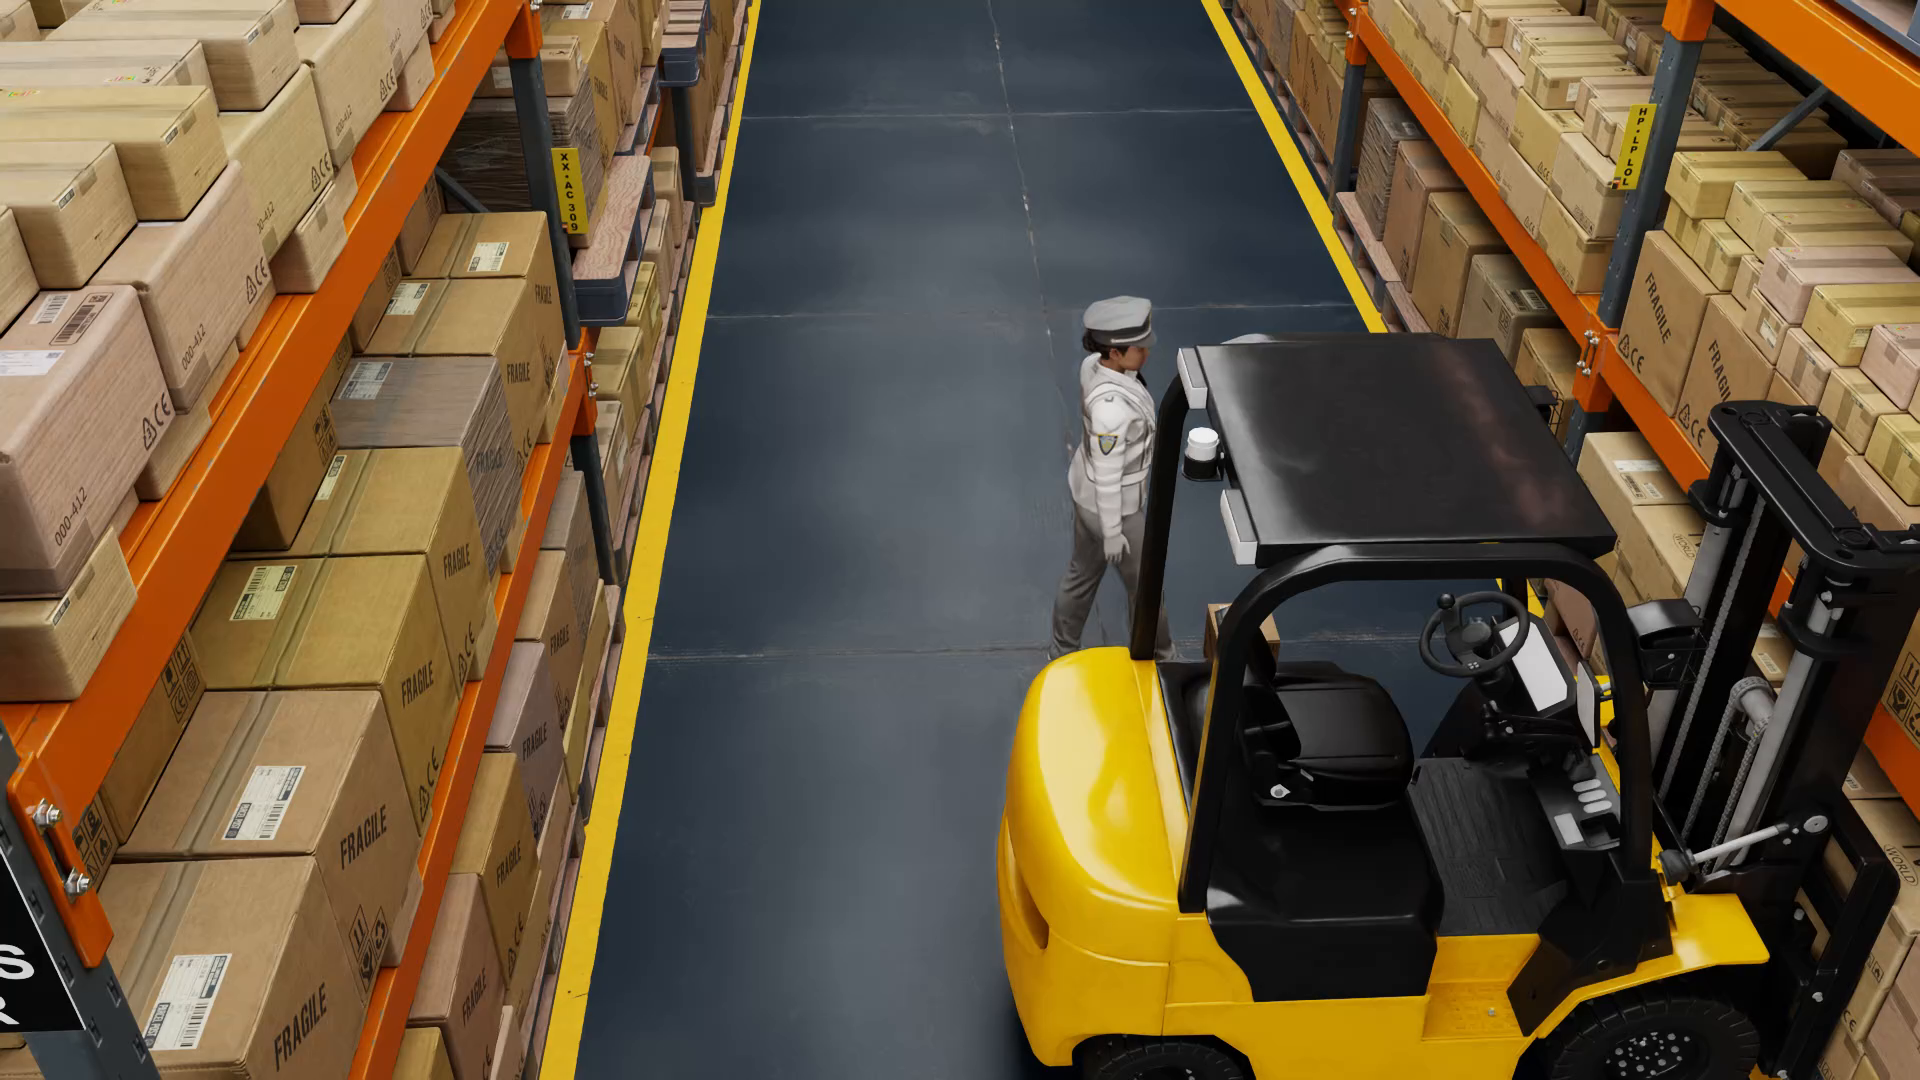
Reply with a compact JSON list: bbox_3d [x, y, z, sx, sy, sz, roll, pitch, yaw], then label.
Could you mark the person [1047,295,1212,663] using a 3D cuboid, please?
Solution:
[{"bbox_3d":[0.701,-0.157,6.343,0.680,1.664,0.507,-3,36,-4],"label":"person"}]
